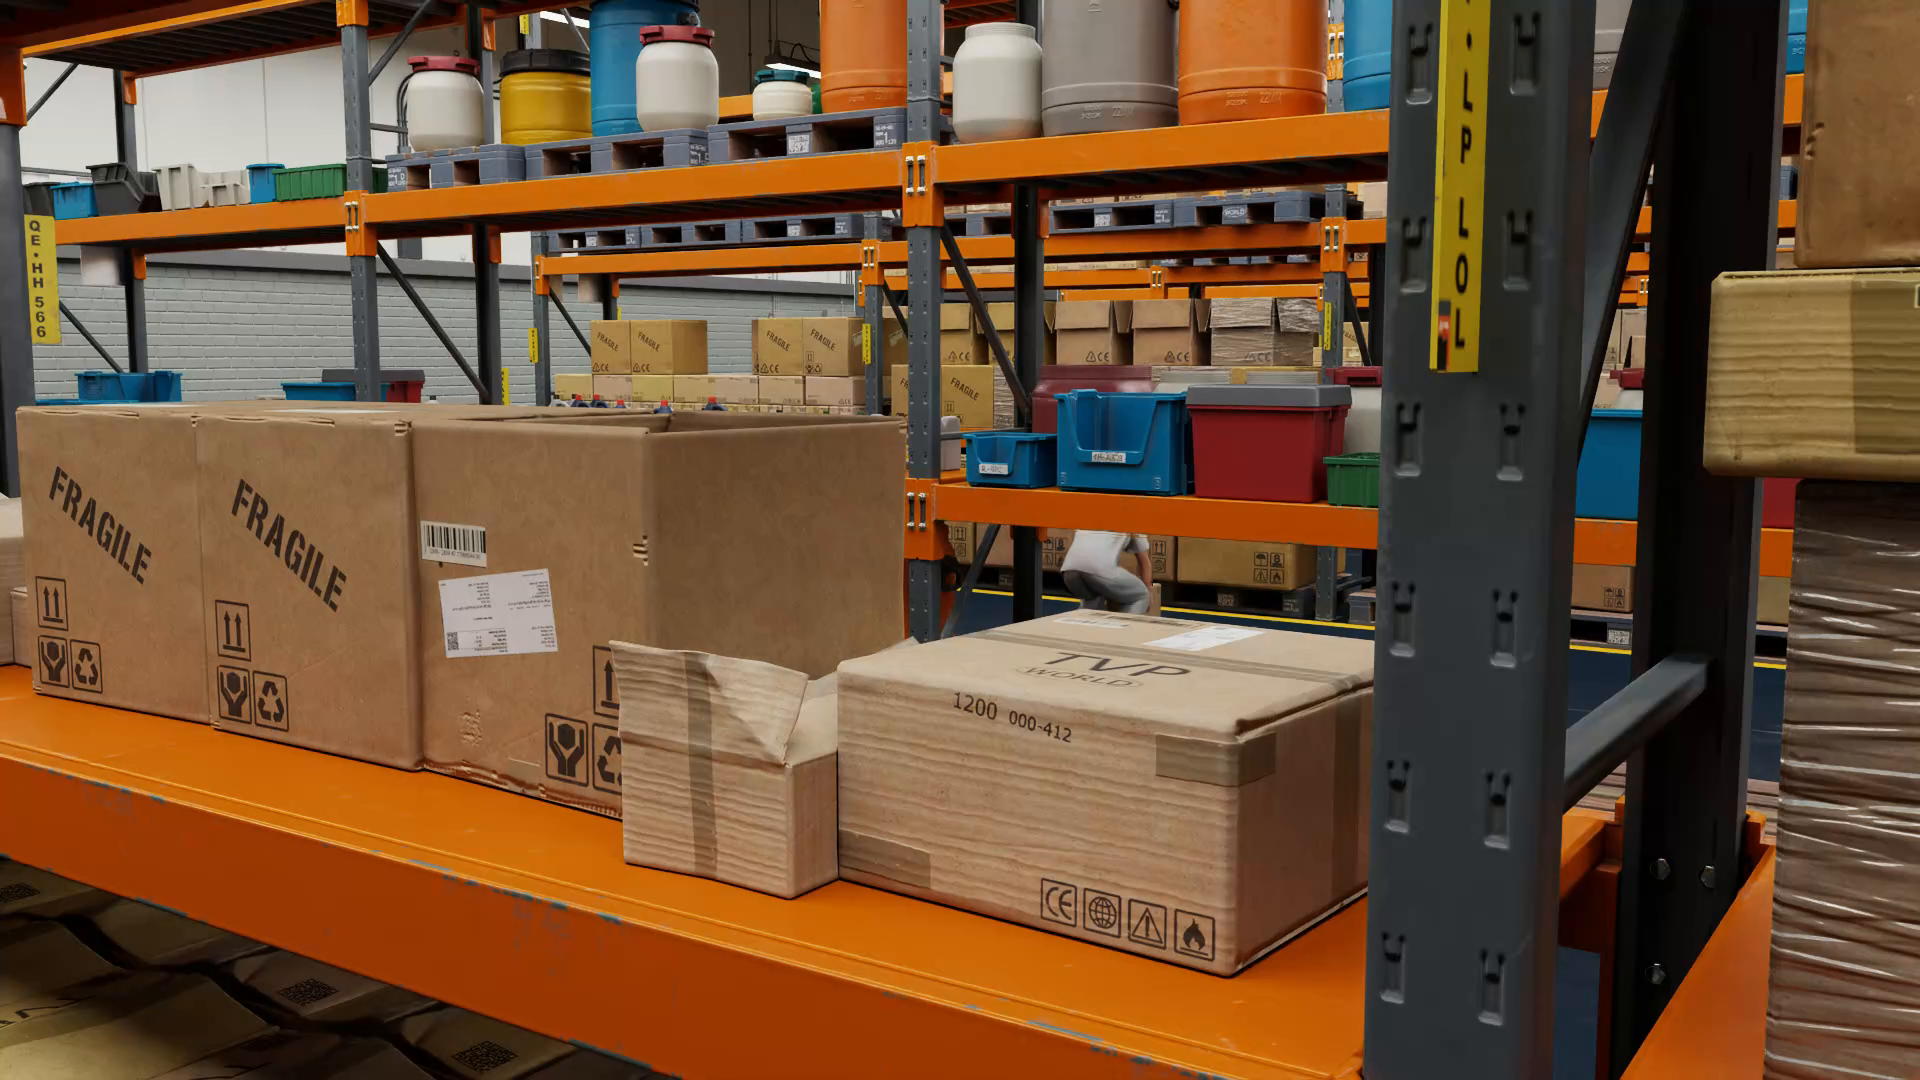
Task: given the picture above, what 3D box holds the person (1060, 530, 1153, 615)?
[{"bbox_3d":[0.877,0.206,10.153,0.490,1.116,0.746,4,8,33],"label":"person"}]
